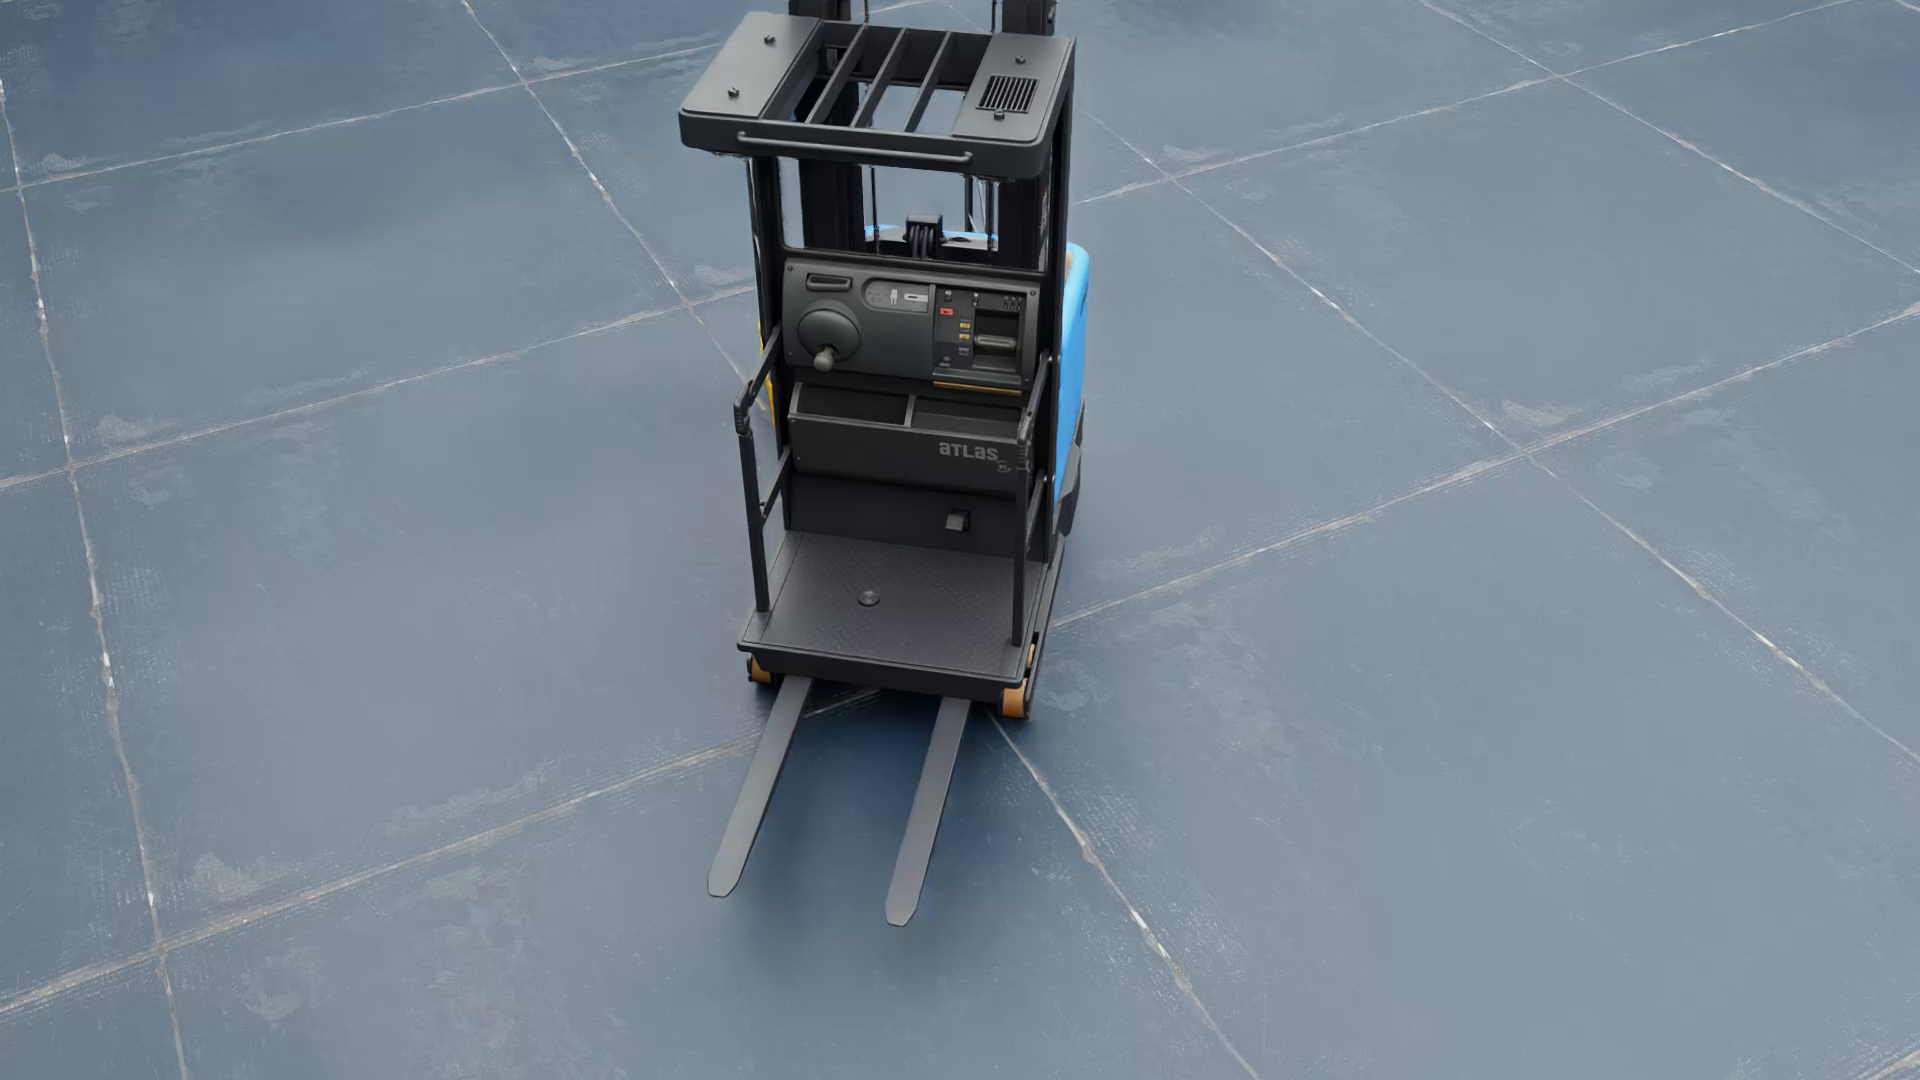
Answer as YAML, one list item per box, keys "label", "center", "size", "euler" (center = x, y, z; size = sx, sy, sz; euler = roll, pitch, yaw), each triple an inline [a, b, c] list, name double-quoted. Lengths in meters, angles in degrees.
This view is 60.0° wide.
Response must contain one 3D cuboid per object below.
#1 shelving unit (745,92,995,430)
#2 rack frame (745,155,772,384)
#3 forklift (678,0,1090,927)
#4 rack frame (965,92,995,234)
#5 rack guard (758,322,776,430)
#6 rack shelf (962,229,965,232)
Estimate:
- label: "shelving unit"
  center: [-0.400, -1.336, 7.667]
  size: [1.083, 1.500, 0.587]
  euler: [-8, 41, -9]
- label: "rack frame"
  center: [-0.907, -1.269, 7.588]
  size: [0.032, 1.500, 0.500]
  euler: [-8, 41, -9]
- label: "forklift"
  center: [-0.220, -0.691, 5.798]
  size: [1.130, 2.935, 3.031]
  euler: [7, 41, 8]
- label: "rack frame"
  center: [0.089, -1.401, 7.744]
  size: [0.032, 1.500, 0.500]
  euler: [-8, 41, -9]
- label: "rack guard"
  center: [-0.888, -0.794, 7.995]
  size: [0.087, 0.250, 0.587]
  euler: [-8, 41, -9]
- label: "rack shelf"
  center: [-0.409, -1.197, 7.782]
  size: [1.000, 0.185, 0.538]
  euler: [-8, 41, -9]
